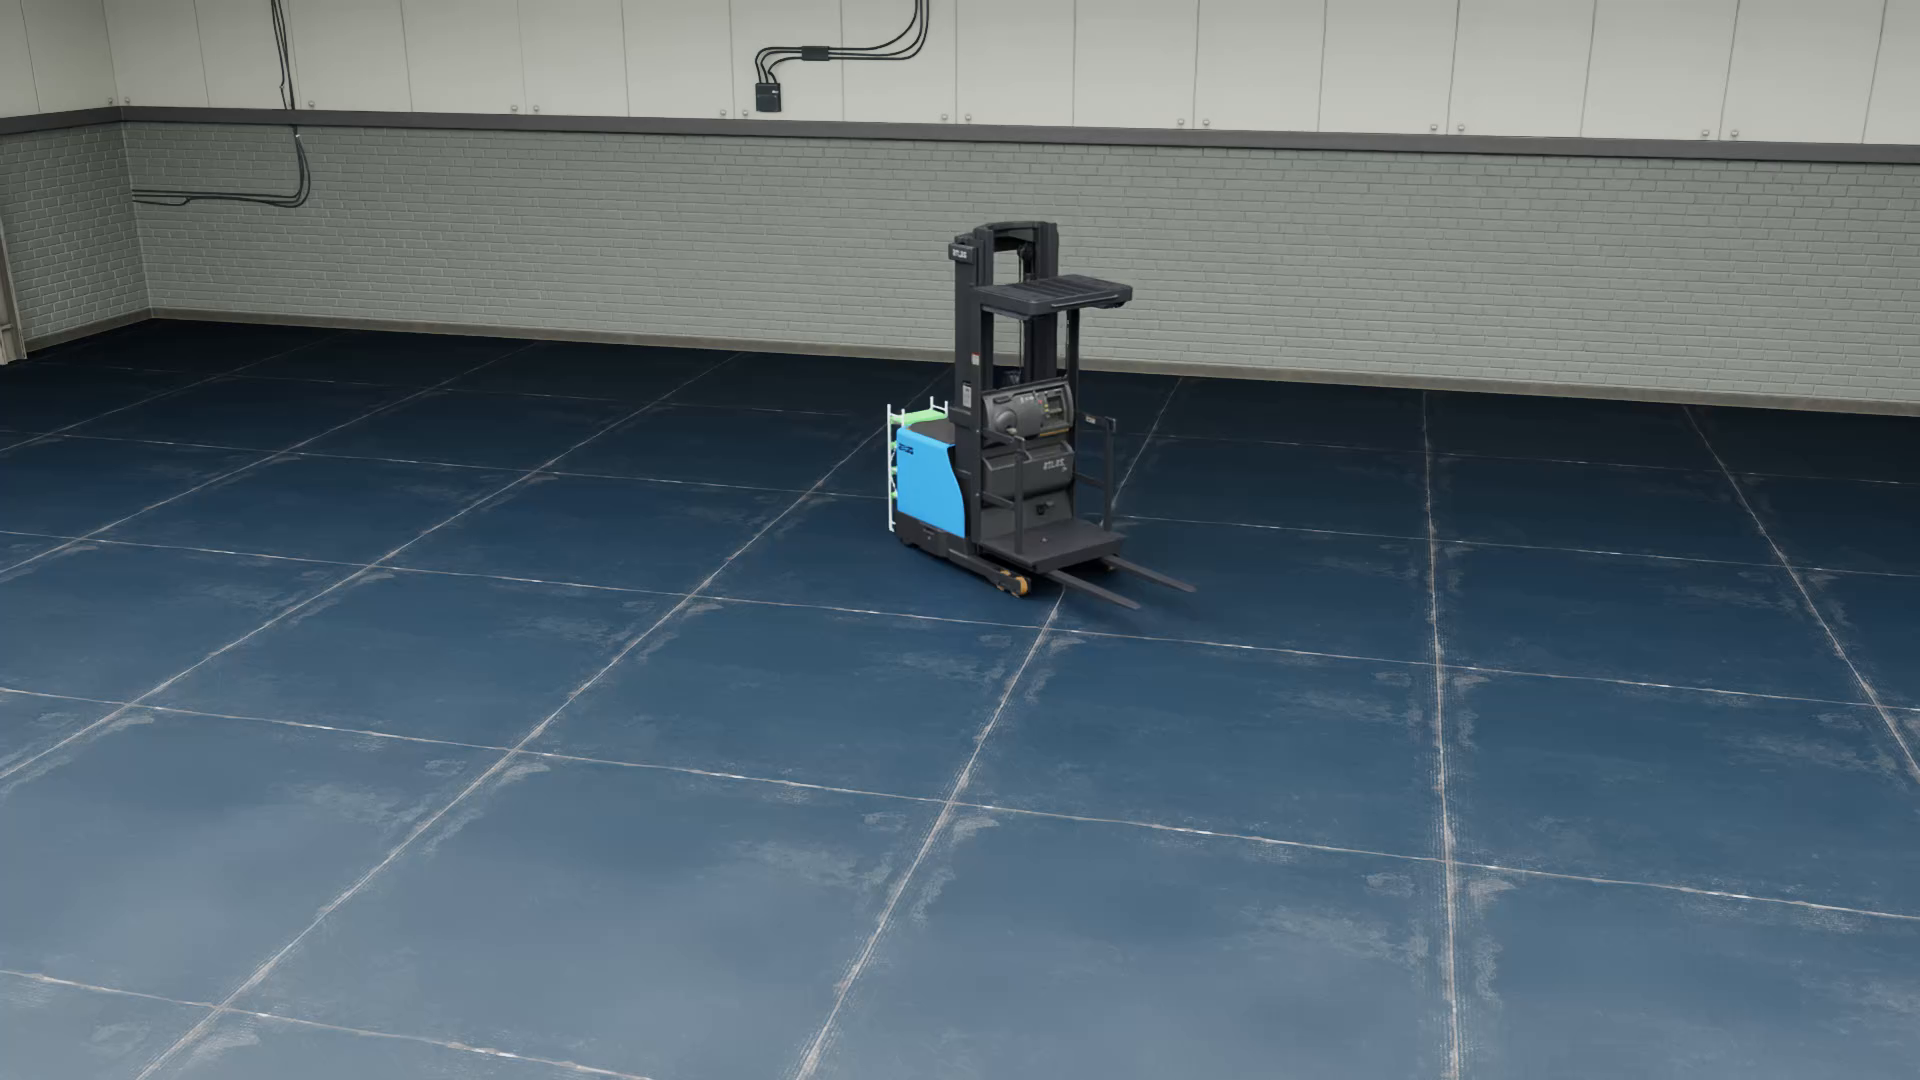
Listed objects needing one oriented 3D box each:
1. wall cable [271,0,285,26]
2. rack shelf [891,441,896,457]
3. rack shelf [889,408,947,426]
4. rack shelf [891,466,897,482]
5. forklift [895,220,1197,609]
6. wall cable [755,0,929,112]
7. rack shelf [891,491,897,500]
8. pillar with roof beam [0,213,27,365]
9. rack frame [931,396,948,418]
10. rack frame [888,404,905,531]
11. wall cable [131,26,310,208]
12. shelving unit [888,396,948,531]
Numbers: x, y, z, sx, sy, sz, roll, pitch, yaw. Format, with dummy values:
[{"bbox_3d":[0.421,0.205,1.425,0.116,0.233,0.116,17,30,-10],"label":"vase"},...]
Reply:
[{"bbox_3d":[-8.096,-8.176,22.192,3.097,2.526,0.112,5,19,13],"label":"wall cable"},{"bbox_3d":[-0.385,-0.848,15.268,0.480,0.148,0.258,-14,23,-36],"label":"rack shelf"},{"bbox_3d":[-0.385,-1.075,15.190,0.480,0.148,0.258,-14,23,-36],"label":"rack shelf"},{"bbox_3d":[-0.385,-0.620,15.345,0.480,0.148,0.258,-14,23,-36],"label":"rack shelf"},{"bbox_3d":[0.711,-1.096,13.862,1.130,2.935,3.031,-14,23,-35],"label":"forklift"},{"bbox_3d":[-1.517,-8.324,20.373,2.305,6.003,0.169,5,19,13],"label":"wall cable"},{"bbox_3d":[-0.385,-0.393,15.423,0.480,0.148,0.258,-14,23,-36],"label":"rack shelf"},{"bbox_3d":[-8.547,-6.310,19.739,9.100,9.000,0.400,5,19,13],"label":"pillar with roof beam"},{"bbox_3d":[-0.192,-0.730,15.467,0.015,1.200,0.240,-14,23,-36],"label":"rack frame"},{"bbox_3d":[-0.577,-0.632,15.182,0.015,1.200,0.240,-14,23,-36],"label":"rack frame"},{"bbox_3d":[-10.719,-5.999,23.634,3.097,2.526,0.112,5,19,13],"label":"wall cable"},{"bbox_3d":[-0.385,-0.681,15.325,0.503,1.200,0.258,-14,23,-36],"label":"shelving unit"}]
